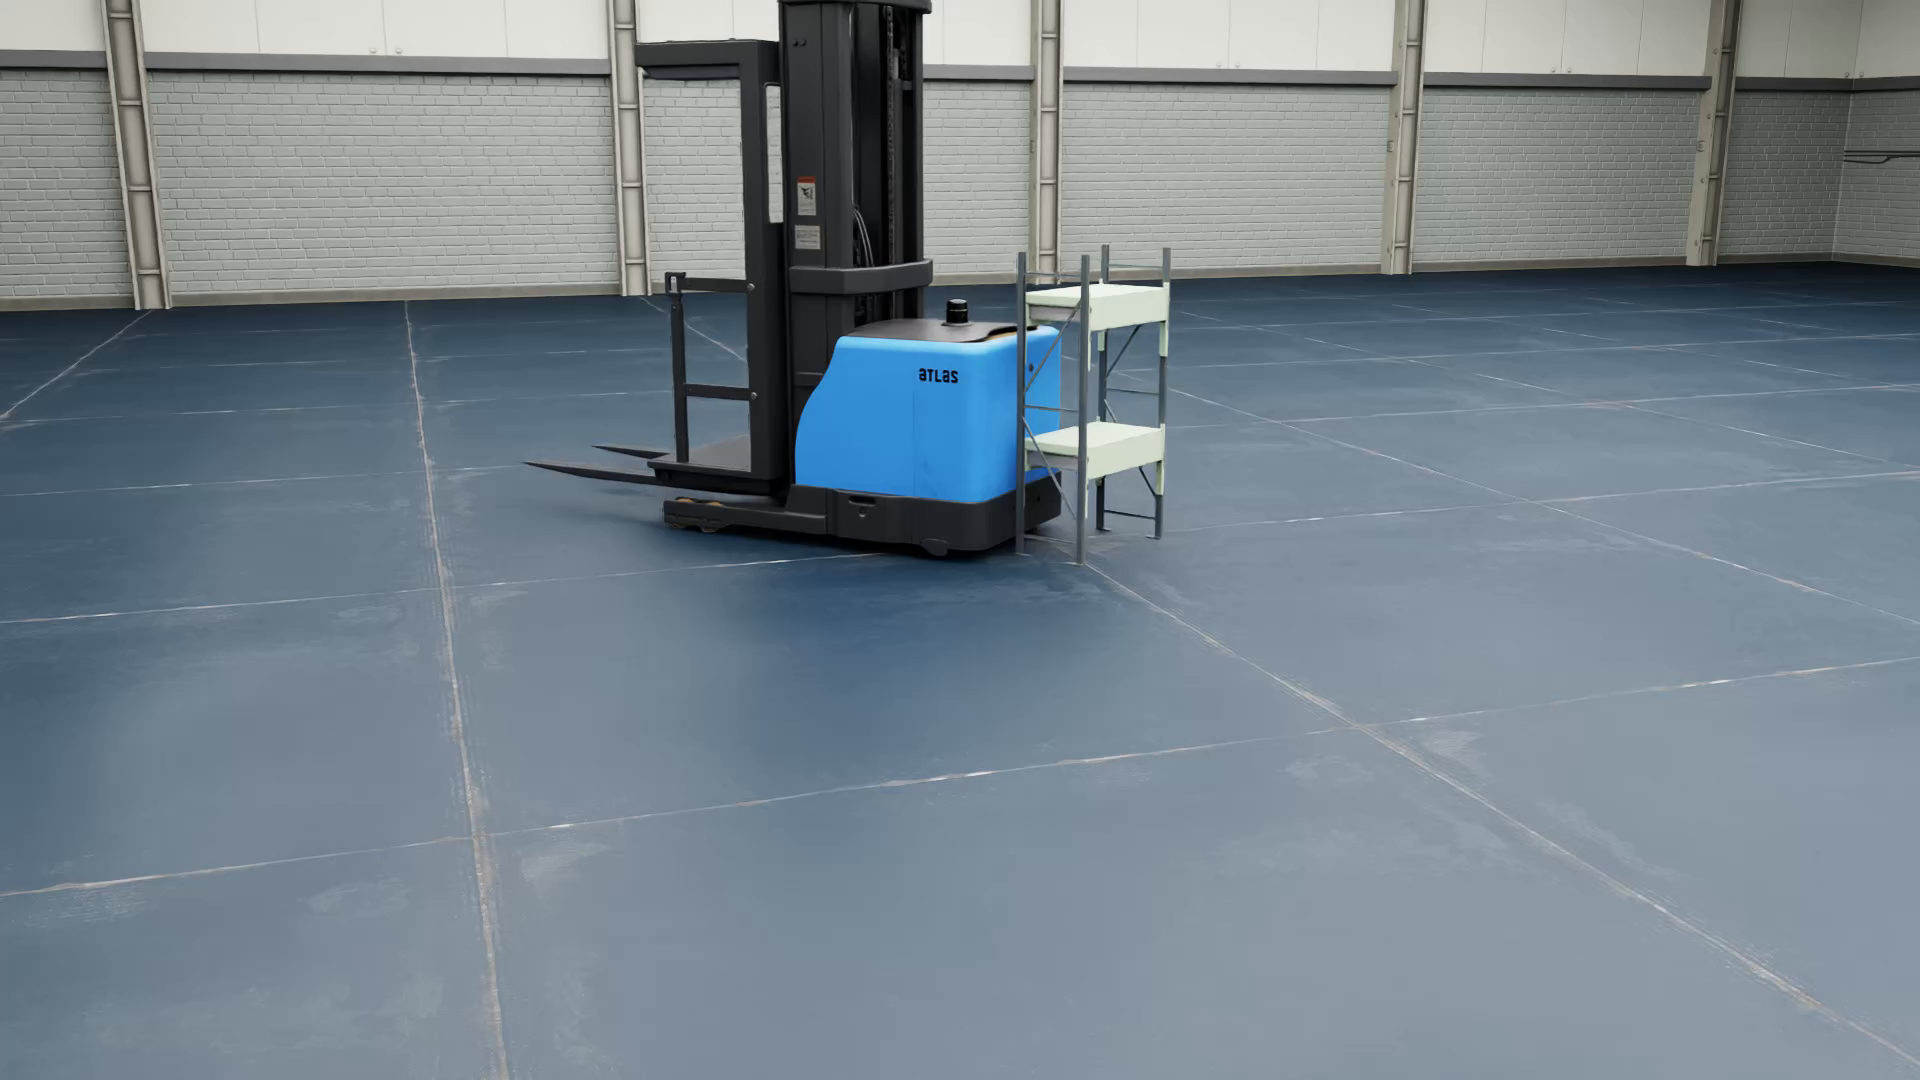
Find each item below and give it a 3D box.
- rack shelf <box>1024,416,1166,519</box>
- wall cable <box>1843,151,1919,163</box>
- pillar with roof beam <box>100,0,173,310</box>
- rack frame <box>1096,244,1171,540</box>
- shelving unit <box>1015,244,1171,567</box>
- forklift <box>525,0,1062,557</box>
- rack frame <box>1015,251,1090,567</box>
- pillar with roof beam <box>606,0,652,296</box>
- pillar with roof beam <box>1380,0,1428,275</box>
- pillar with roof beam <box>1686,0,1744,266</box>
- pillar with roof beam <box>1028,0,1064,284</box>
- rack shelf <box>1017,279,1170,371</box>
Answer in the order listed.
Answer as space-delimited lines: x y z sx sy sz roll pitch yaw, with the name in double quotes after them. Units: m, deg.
0.667 -0.378 8.399 0.431 0.370 0.720 10 17 37 "rack shelf"
15.835 -7.480 27.354 0.112 2.526 3.097 -4 14 -18 "wall cable"
-8.753 -6.348 15.883 0.400 9.000 9.100 -4 14 -18 "pillar with roof beam"
0.892 -0.762 8.604 0.400 1.500 0.023 10 17 37 "rack frame"
0.667 -0.695 8.323 0.431 1.500 0.755 10 17 37 "shelving unit"
-1.006 -1.562 8.874 3.031 2.935 1.130 7 15 27 "forklift"
0.442 -0.628 8.042 0.400 1.500 0.023 10 17 37 "rack frame"
-3.066 -6.791 17.745 0.400 9.000 9.100 -4 14 -18 "pillar with roof beam"
8.307 -7.676 21.468 0.400 9.000 9.100 -4 14 -18 "pillar with roof beam"
13.994 -8.119 23.330 0.400 9.000 9.100 -4 14 -18 "pillar with roof beam"
2.621 -7.233 19.607 0.400 9.000 9.100 -4 14 -18 "pillar with roof beam"
0.667 -1.075 8.233 0.431 0.370 0.720 10 17 37 "rack shelf"
